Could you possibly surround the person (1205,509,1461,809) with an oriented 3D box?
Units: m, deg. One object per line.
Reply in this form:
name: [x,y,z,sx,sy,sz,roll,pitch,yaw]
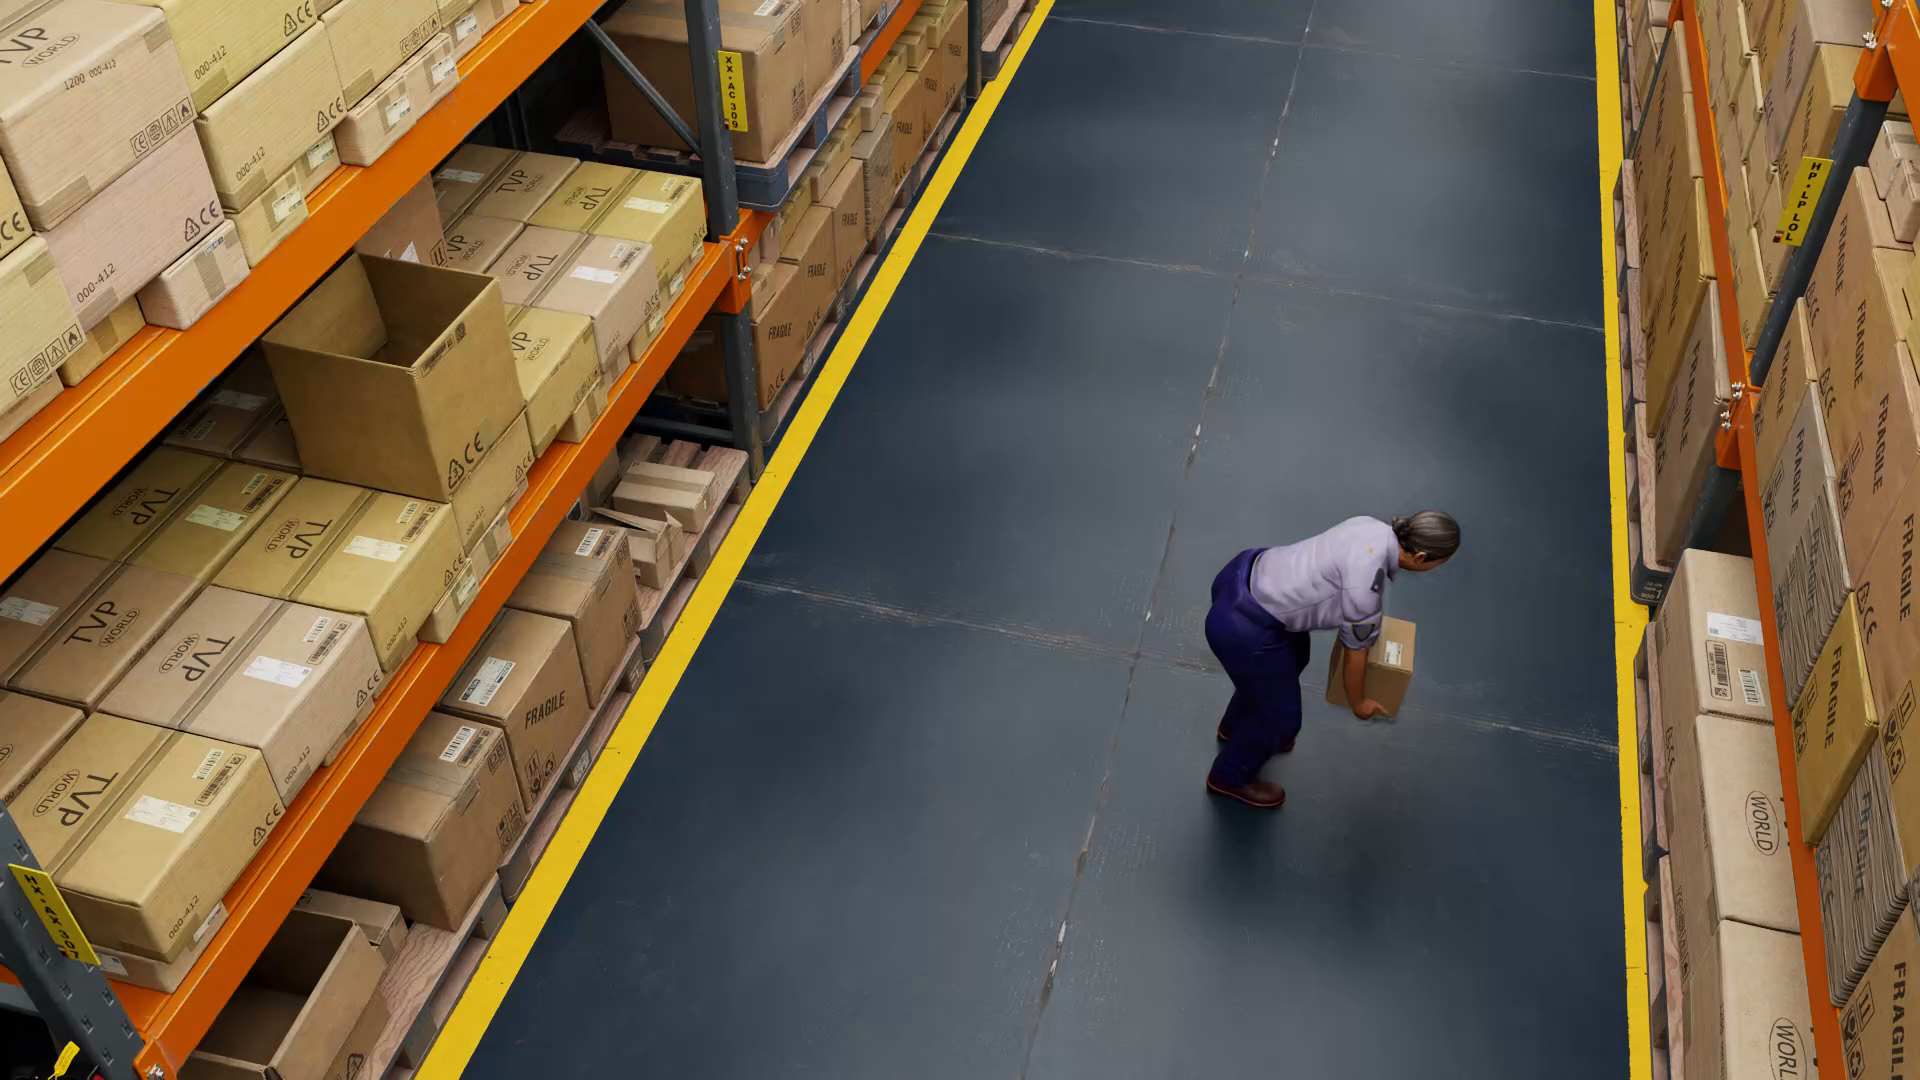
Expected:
person: [1.271,0.391,5.953,0.793,1.354,0.462,9,42,10]
